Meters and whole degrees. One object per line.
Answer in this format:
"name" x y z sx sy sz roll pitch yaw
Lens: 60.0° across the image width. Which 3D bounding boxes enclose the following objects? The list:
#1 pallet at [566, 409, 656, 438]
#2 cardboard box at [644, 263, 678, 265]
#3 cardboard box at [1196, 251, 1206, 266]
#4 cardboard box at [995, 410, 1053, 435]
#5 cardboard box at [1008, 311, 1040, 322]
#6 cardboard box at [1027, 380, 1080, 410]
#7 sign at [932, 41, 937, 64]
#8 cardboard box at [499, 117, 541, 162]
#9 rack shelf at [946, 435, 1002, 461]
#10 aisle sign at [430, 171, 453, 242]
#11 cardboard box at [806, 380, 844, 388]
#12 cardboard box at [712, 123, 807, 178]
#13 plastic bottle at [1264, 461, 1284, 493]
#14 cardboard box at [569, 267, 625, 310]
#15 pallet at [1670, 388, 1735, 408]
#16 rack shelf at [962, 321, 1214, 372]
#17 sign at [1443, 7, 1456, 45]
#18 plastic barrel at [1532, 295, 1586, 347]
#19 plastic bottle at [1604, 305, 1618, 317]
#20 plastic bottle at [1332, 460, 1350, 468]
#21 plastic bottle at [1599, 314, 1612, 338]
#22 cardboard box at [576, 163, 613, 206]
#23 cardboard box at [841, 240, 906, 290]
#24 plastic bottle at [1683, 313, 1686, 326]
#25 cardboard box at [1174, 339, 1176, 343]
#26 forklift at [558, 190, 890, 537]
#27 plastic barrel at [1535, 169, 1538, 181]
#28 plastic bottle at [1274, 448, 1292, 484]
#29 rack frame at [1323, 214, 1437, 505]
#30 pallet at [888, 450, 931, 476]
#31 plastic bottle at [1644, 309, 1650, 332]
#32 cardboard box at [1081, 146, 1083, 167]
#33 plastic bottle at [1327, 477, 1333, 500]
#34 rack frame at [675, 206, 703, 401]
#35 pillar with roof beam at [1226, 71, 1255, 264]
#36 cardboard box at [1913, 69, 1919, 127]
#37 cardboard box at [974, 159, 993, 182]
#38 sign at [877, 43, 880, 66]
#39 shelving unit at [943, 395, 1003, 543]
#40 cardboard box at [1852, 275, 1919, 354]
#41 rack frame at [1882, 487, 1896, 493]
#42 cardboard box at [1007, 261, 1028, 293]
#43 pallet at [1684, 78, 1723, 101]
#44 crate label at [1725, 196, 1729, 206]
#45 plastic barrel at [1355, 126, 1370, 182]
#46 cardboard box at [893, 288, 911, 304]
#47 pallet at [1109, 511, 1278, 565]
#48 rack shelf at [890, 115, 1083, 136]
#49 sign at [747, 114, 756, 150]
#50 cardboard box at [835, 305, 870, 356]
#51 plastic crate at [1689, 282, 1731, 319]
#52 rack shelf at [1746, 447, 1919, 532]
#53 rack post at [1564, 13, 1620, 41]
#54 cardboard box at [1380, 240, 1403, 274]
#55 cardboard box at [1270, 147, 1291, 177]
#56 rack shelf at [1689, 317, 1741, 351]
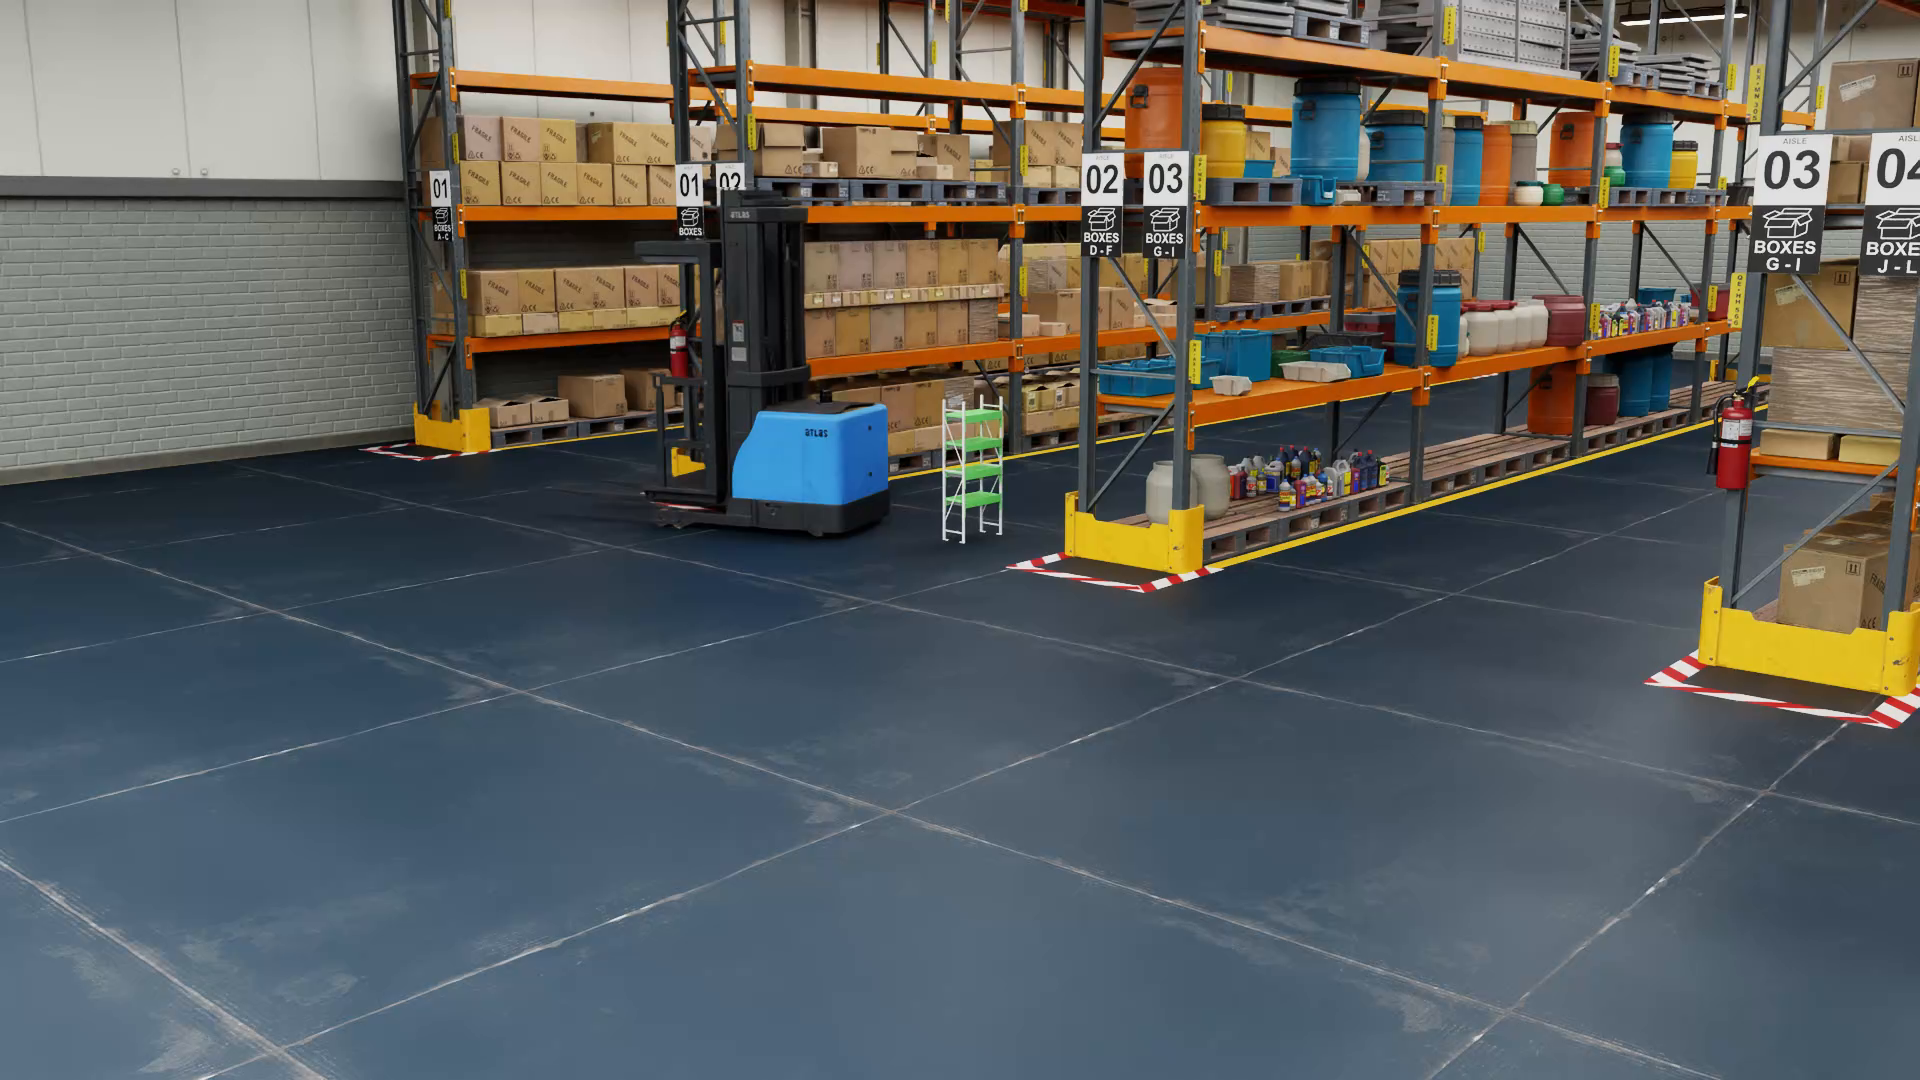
"pallet" -4.654 -1.504 21.201 1.003 0.211 1.213 10 15 40
"cardboard box" -3.899 -3.417 22.076 0.500 0.500 0.500 9 15 39
"cardboard box" 4.160 -4.991 30.776 0.980 0.700 0.700 11 16 43
"cardboard box" 0.744 -1.400 19.509 0.500 0.250 0.500 9 15 39
"cardboard box" 0.734 -2.602 19.924 0.396 0.266 0.258 9 15 39
"cardboard box" 1.086 -1.749 19.826 0.500 0.311 0.500 10 15 40
"sign" -0.378 -7.113 24.264 0.100 0.325 0.005 10 15 40
"cardboard box" -5.267 -4.679 19.462 0.500 0.500 0.500 10 15 40
"rack shelf" 0.109 -0.785 14.181 0.258 0.148 0.480 10 15 40
"aisle sign" -5.895 -3.792 18.900 0.394 0.787 0.004 10 15 40
"cardboard box" -1.570 -1.418 17.686 0.500 0.500 0.500 10 15 40
"cardboard box" -1.967 -3.807 16.260 0.637 0.503 0.797 -11 16 -44
"plastic bottle" 2.888 -0.583 15.303 0.152 0.276 0.135 10 15 40
"cardboard box" -4.520 -3.126 20.620 0.500 0.500 0.500 10 15 42
"pallet" 10.552 -1.977 23.571 1.003 0.211 1.213 10 15 40
"rack shelf" 1.612 -2.456 20.688 1.077 0.370 4.000 10 15 40
"sign" 4.416 -4.641 15.004 0.100 0.325 0.005 10 15 40
"plastic barrel" 6.571 -2.422 18.330 0.600 0.536 0.708 10 15 40
"plastic bottle" 8.202 -2.815 20.965 0.152 0.276 0.135 10 15 40
"plastic bottle" 3.547 -0.609 15.434 0.152 0.276 0.135 10 15 40
"plastic bottle" 7.484 -2.492 19.344 0.152 0.276 0.135 10 15 40
"cardboard box" -4.605 -4.346 20.347 0.500 0.500 0.500 11 16 44
"cardboard box" -0.991 -2.913 17.567 0.700 0.500 0.500 10 15 40
"plastic bottle" 9.217 -2.833 21.245 0.097 0.201 0.097 0 11 0
"cardboard box" 3.772 -3.711 30.442 0.700 0.500 0.500 10 15 40
"forklift" -2.199 -1.628 14.880 3.031 2.935 1.130 5 12 22
"plastic barrel" 6.215 -3.982 18.546 0.421 0.512 0.421 0 11 0
"plastic bottle" 3.041 -0.698 15.686 0.144 0.351 0.185 9 14 38
"rack frame" 4.010 -1.874 15.935 1.000 3.000 0.127 10 15 40
"pallet" -1.070 -0.856 17.956 1.003 0.211 1.213 10 15 40
"plastic bottle" 8.339 -2.672 20.229 0.061 0.283 0.133 10 15 40
"cardboard box" 2.135 -6.485 28.503 0.500 0.500 0.500 10 15 40
"plastic bottle" 3.294 -0.465 14.904 0.097 0.201 0.097 0 11 0
"rack frame" -3.432 -3.155 22.348 1.000 3.000 0.127 10 15 40
"pillar with roof beam" 8.855 -7.815 30.362 9.100 9.000 0.548 10 15 40
"cardboard box" 6.273 -2.740 10.320 0.500 0.500 0.500 10 15 40
"cardboard box" 0.171 -5.722 26.166 0.700 0.500 0.500 11 16 43
"sign" -1.211 -7.292 24.957 0.100 0.325 0.005 10 15 40
"shelving unit" 0.109 -0.613 14.216 0.258 1.200 0.503 10 15 40
"cardboard box" 5.658 -1.376 9.874 0.500 0.500 0.500 10 15 40
"rack frame" 7.730 -1.234 12.729 1.000 3.000 0.127 10 15 40
"cardboard box" 0.740 -4.213 26.579 0.500 0.500 0.500 10 15 42
"pallet" 8.767 -5.578 20.669 1.003 0.211 1.213 10 15 40
"crate label" 9.831 -4.427 21.734 0.293 0.136 0.466 10 15 40
"plastic barrel" 3.578 -3.568 15.399 0.421 0.512 0.421 0 11 0
"cardboard box" -0.740 -2.588 17.600 0.380 0.149 0.250 10 15 42
"pallet" 1.924 -0.054 13.943 1.003 0.211 1.213 10 15 40
"rack shelf" 0.528 -6.431 26.290 1.077 0.370 4.000 10 15 40
"sign" -1.936 -3.792 15.447 0.100 0.325 0.005 10 15 40
"cardboard box" -1.356 -2.193 17.276 0.700 0.500 0.500 10 15 41
"plastic crate" 10.068 -3.211 22.311 0.402 0.464 0.583 10 15 40
"rack shelf" 6.410 -0.587 11.326 1.077 0.370 4.000 10 15 40
"rack post" 7.091 -5.785 18.881 0.624 0.289 0.986 10 15 40
"cardboard box" 6.435 -4.340 25.475 0.500 0.500 0.500 9 15 39
"cardboard box" 4.306 -5.206 23.375 0.600 0.600 0.600 9 14 38
"rack shelf" 10.611 -2.992 23.372 1.077 0.370 4.000 10 15 40
